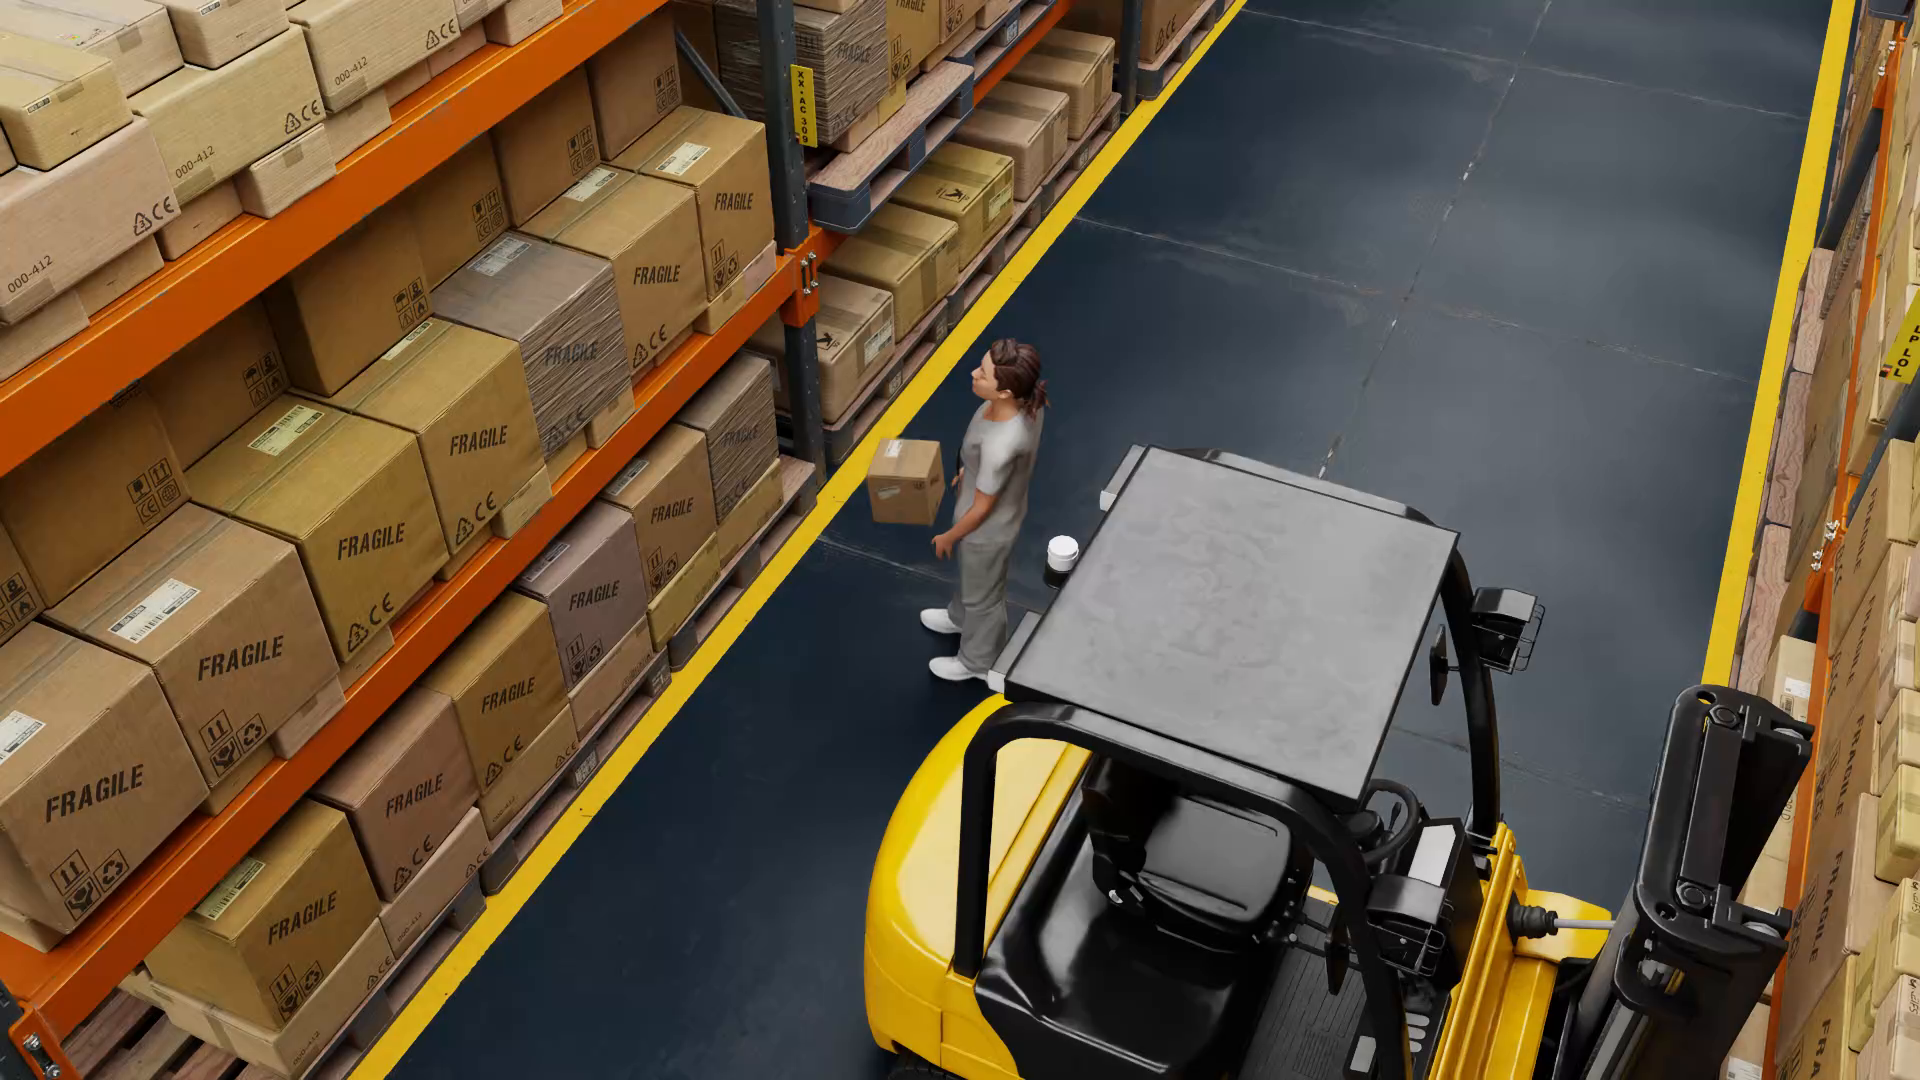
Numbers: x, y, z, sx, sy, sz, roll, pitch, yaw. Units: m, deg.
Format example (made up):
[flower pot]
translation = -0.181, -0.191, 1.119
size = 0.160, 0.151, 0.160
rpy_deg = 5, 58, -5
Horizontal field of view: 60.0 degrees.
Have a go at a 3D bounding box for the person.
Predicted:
[person]
translation = 0.047, -0.092, 6.261
size = 0.539, 1.661, 0.522
rpy_deg = 9, 43, 10
